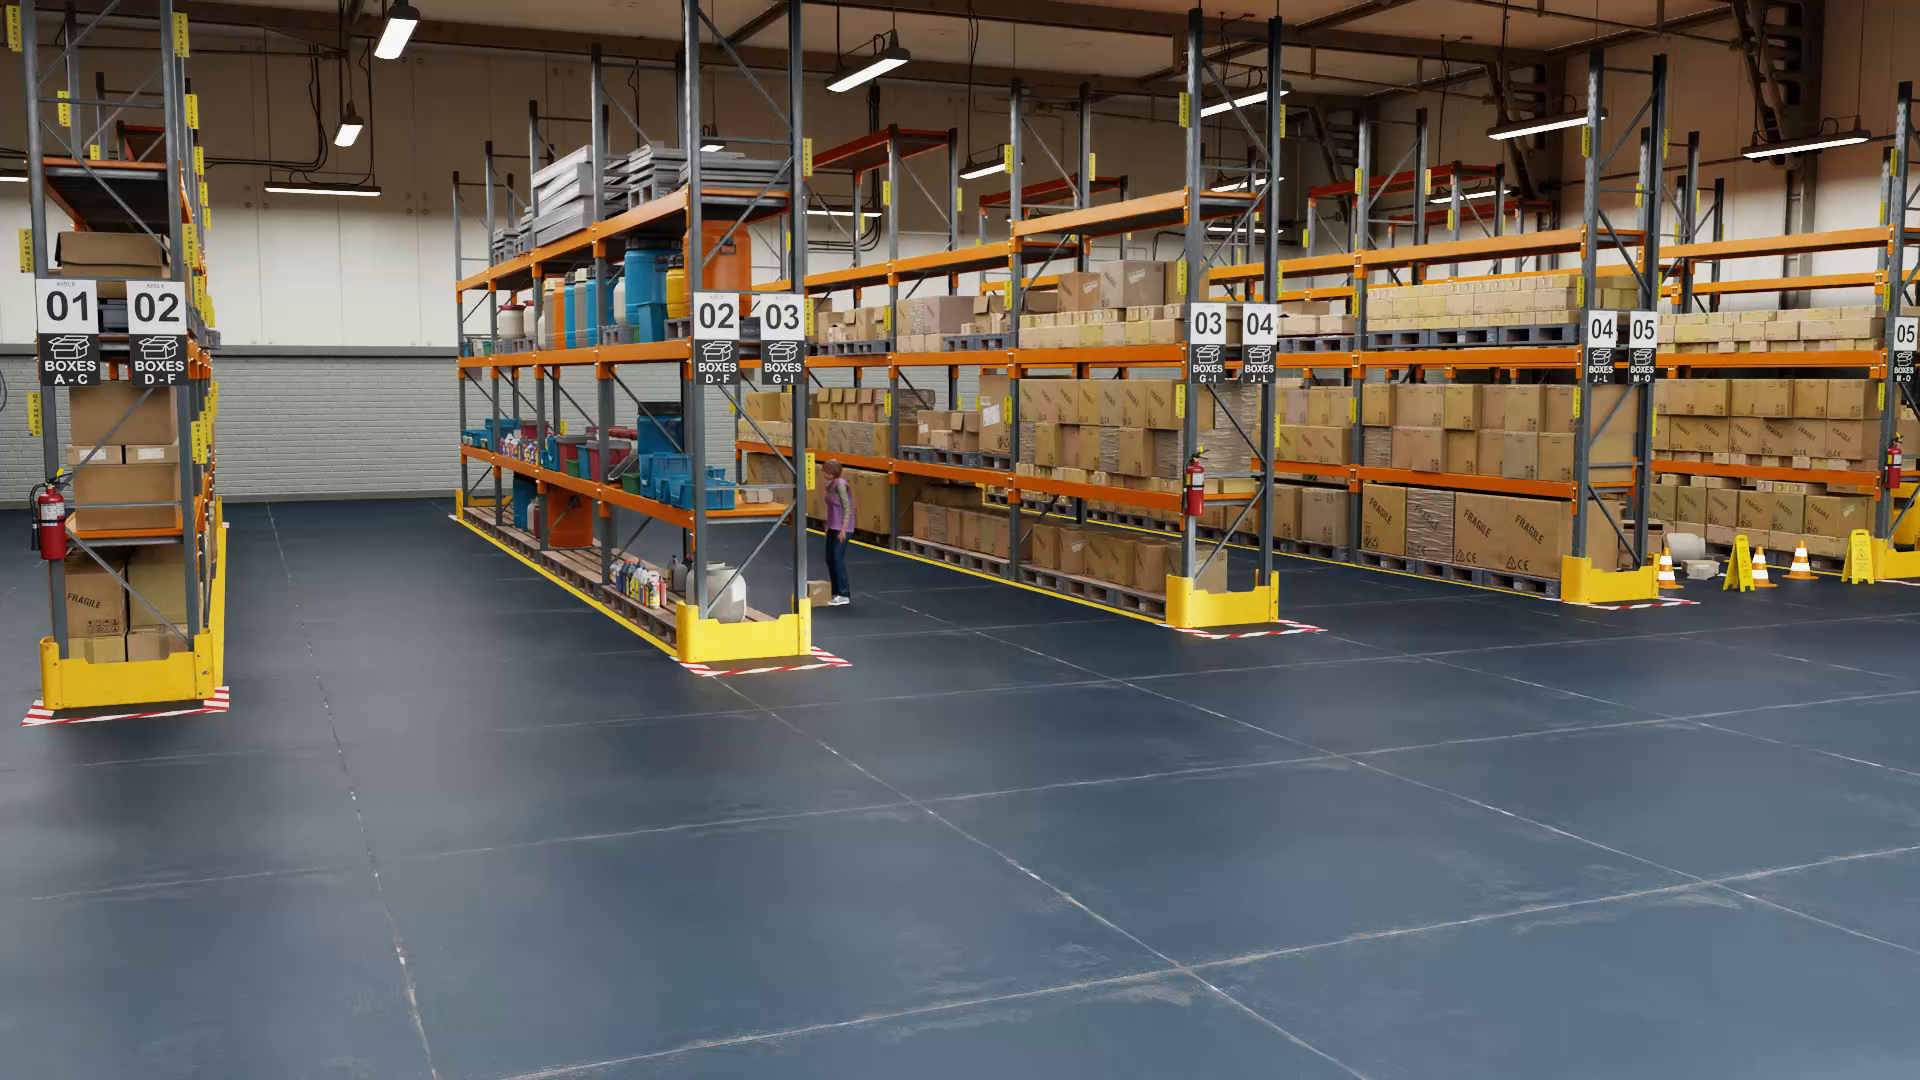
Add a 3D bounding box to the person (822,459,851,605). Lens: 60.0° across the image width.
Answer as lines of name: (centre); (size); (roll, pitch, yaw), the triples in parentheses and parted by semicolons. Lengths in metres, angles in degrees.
person: (-1.352, -0.093, 18.171); (0.329, 1.590, 0.474); (-3, 6, -27)
